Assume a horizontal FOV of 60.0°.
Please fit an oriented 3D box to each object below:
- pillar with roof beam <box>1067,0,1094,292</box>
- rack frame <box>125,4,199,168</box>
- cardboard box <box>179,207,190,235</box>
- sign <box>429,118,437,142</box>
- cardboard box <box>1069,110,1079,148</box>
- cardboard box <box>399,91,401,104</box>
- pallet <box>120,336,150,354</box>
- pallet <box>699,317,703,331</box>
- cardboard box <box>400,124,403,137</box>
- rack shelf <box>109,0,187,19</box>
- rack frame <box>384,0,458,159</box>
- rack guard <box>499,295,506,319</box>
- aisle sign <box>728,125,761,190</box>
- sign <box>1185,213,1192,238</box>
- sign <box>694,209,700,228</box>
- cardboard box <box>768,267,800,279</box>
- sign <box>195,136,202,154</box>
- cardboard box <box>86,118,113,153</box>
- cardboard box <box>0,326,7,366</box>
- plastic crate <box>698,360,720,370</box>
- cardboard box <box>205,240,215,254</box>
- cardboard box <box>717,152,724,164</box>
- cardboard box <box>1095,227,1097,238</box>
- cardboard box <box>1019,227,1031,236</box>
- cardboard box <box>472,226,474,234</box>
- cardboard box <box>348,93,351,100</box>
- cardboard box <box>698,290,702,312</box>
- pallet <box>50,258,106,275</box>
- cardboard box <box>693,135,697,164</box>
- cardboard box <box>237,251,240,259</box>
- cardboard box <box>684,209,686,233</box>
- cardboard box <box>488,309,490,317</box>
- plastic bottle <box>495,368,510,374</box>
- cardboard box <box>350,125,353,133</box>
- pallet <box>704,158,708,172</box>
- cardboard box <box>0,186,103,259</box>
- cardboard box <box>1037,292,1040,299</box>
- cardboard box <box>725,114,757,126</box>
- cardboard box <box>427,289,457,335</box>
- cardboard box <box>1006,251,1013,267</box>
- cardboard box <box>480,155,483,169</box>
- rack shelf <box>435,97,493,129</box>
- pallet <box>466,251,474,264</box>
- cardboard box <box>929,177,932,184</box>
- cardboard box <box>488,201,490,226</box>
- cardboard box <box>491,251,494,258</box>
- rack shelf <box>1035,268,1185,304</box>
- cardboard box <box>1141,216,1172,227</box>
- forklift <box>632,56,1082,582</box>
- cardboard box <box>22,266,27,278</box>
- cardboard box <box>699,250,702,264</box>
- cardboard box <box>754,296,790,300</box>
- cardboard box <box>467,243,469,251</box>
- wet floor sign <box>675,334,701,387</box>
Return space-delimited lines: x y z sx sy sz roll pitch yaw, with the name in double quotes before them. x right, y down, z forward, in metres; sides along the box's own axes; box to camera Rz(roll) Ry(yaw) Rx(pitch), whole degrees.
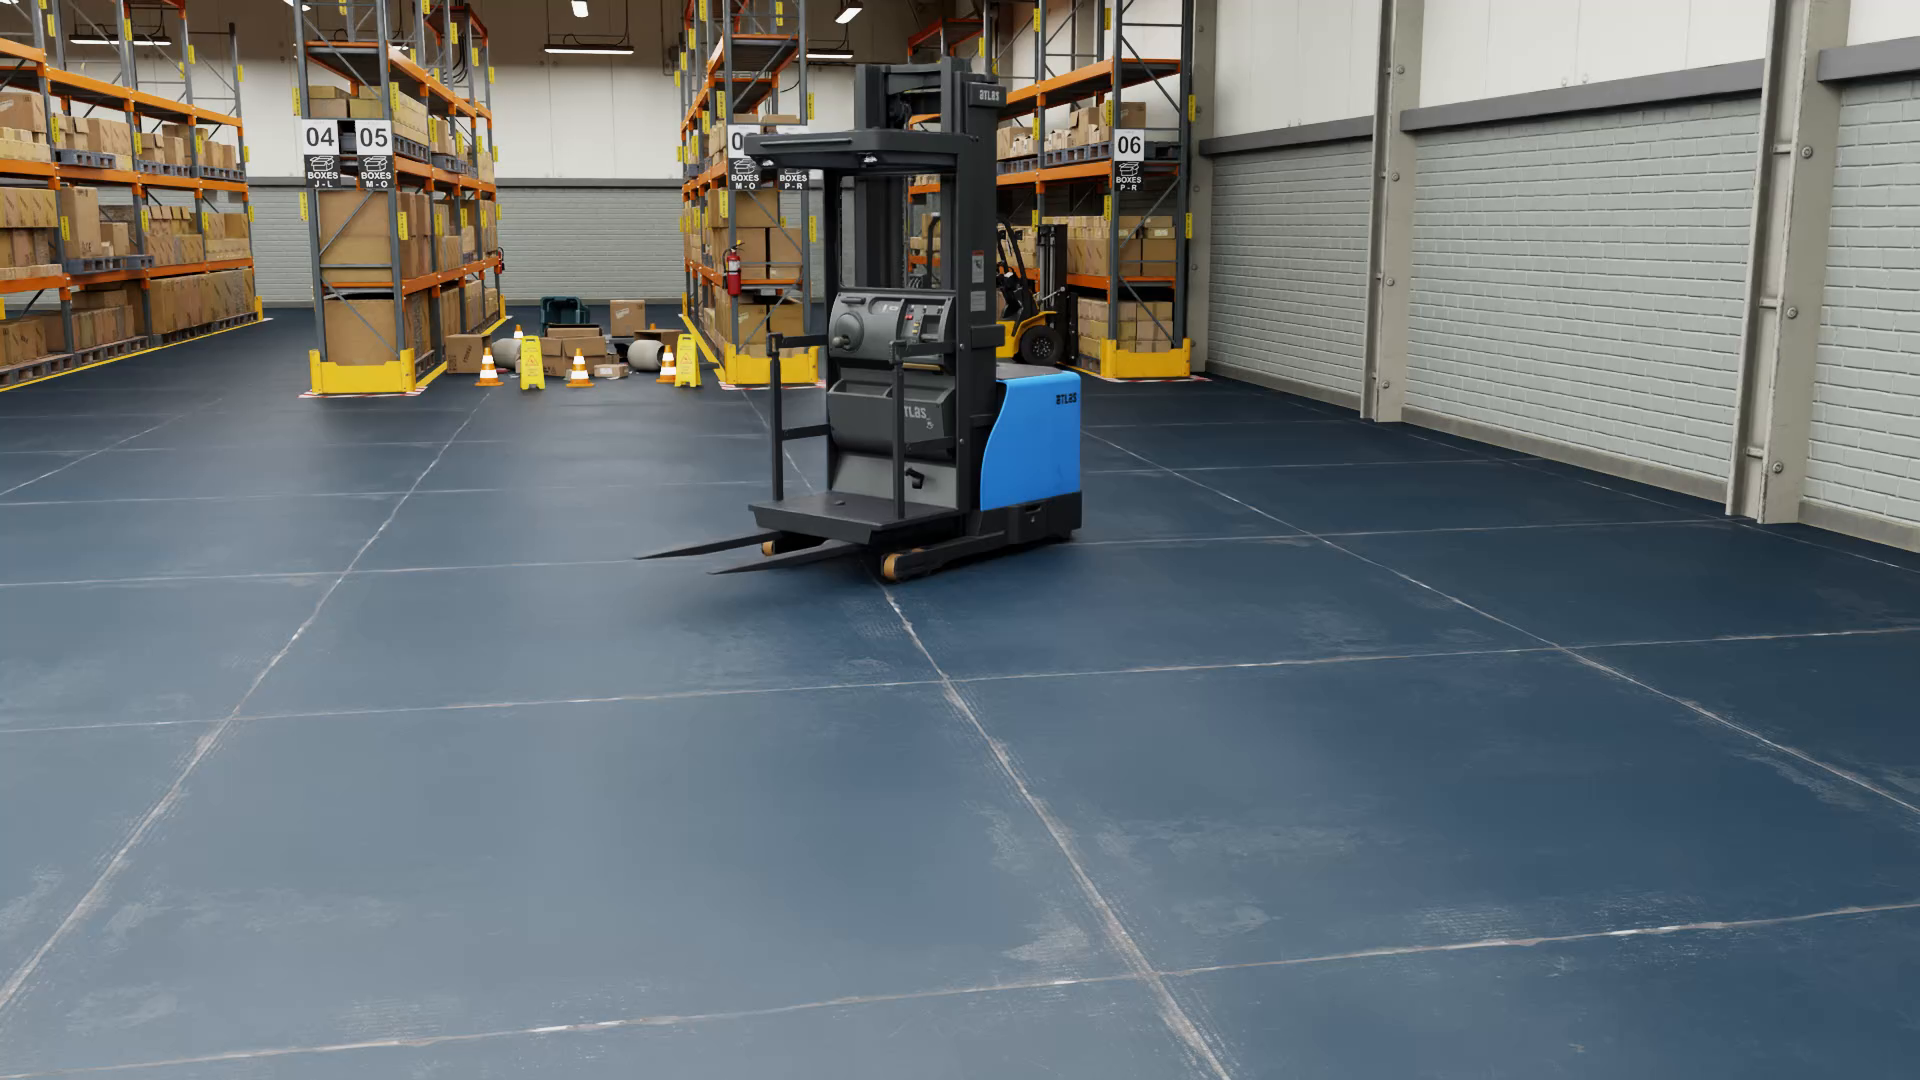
"pillar with roof beam" -2.173 -7.718 27.179 9.100 9.000 0.400 -2 11 -11
"rack frame" -14.454 -8.273 30.094 1.000 3.000 0.127 -2 11 -11
"cardboard box" -14.322 -5.751 29.938 0.797 0.503 0.637 -2 11 -12
"sign" -7.470 -5.807 23.568 0.100 0.325 0.005 -2 11 -11
"cardboard box" 1.966 -5.819 23.556 0.797 0.503 0.637 -2 11 -9
"cardboard box" -7.086 -5.450 20.432 0.380 0.149 0.250 -2 11 -12
"pallet" -13.526 -3.079 26.308 1.003 0.211 1.213 -2 11 -11
"pallet" -4.510 -4.177 32.080 1.003 0.211 1.213 -2 11 -11
"cardboard box" -7.086 -5.059 20.515 0.380 0.149 0.250 -2 11 -11
"rack shelf" -14.066 -9.185 27.923 1.077 0.370 4.000 -2 11 -11
"rack frame" -8.792 -7.701 27.090 1.000 3.000 0.127 -2 11 -11
"rack guard" -10.333 -4.979 35.520 1.175 0.500 0.348 -2 11 -11
"aisle sign" -2.672 -4.740 20.627 0.394 0.787 0.004 -2 11 -11
"sign" 3.014 -4.150 21.949 0.100 0.325 0.005 -2 11 -11
"sign" -4.500 -5.500 28.477 0.100 0.325 0.005 -2 11 -11
"cardboard box" -2.263 -3.432 21.376 0.380 0.149 0.250 -2 11 -11
"sign" -13.924 -7.229 30.410 0.100 0.325 0.005 -2 11 -11
"cardboard box" -13.147 -6.097 25.080 0.500 0.500 0.500 -2 11 -10
"cardboard box" -12.479 -2.442 21.068 0.500 0.500 0.500 -1 11 -6
"plastic crate" -3.677 -2.467 23.443 0.402 0.080 0.583 -6 13 -31
"cardboard box" -14.289 -5.494 31.144 0.500 0.250 0.500 -2 11 -12
"cardboard box" -3.086 -5.171 22.490 0.380 0.149 0.250 -2 11 -12
"cardboard box" 2.057 -4.183 22.650 0.380 0.149 0.250 -2 11 -10
"cardboard box" 1.161 -4.959 26.728 0.380 0.149 0.250 -2 11 -13
"cardboard box" -9.300 -5.796 31.085 0.380 0.149 0.250 -2 11 -8
"cardboard box" -7.830 -5.520 20.800 0.380 0.149 0.250 -2 11 -11
"cardboard box" -4.925 -4.917 34.237 0.875 0.438 0.875 -2 11 -13
"pallet" -12.904 -3.910 23.728 1.003 0.211 1.213 -2 11 -11
"cardboard box" -4.335 -6.856 29.283 0.700 0.500 0.500 -3 11 -14
"cardboard box" -14.640 -5.695 33.269 0.380 0.149 0.250 -2 11 -12
"cardboard box" -5.590 -6.767 35.287 0.500 0.500 0.500 -2 11 -13
"cardboard box" -9.377 -4.421 32.401 0.380 0.149 0.250 -2 11 -9
"plastic bottle" -6.267 -2.298 22.608 0.283 0.061 0.133 -6 13 -31
"cardboard box" -7.831 -5.128 20.873 0.380 0.149 0.250 -2 11 -12
"pallet" -3.398 -5.907 26.191 1.213 0.211 1.003 -2 11 -11
"cardboard box" -12.916 -4.510 23.643 1.000 1.000 1.000 -2 11 -11
"cardboard box" 1.477 -3.647 25.390 0.500 0.250 0.500 -2 11 -12
"cardboard box" -2.755 -5.278 20.923 0.380 0.149 0.250 -2 11 -10
"cardboard box" -8.588 -3.580 26.376 1.050 0.750 0.750 -2 11 -10
"cardboard box" 1.058 -4.688 27.705 0.500 0.250 0.500 -2 11 -9
"cardboard box" -9.520 -7.322 32.183 0.500 0.250 0.500 -2 11 -11
"rack shelf" -9.959 -8.446 32.939 1.077 0.370 4.000 -2 11 -11
"pallet" -9.217 -5.021 29.569 1.003 0.211 1.213 -2 11 -11
"cardboard box" -0.435 -7.509 34.773 0.380 0.149 0.250 -2 11 -10
"cardboard box" -9.700 -6.548 33.339 0.500 0.500 0.500 -3 11 -13
"cardboard box" -9.859 -5.910 34.396 0.380 0.149 0.250 -2 11 -9
"rack shelf" 2.079 -3.680 23.932 1.077 0.370 4.000 -2 11 -11
"cardboard box" 2.613 -4.250 22.204 0.380 0.149 0.250 -2 11 -12
"forklift" -0.551 -1.305 9.715 1.130 2.935 3.031 9 14 39
"cardboard box" -12.374 -3.475 21.605 0.380 0.149 0.250 -2 11 -11
"cardboard box" -4.309 -4.962 29.146 0.500 0.250 0.500 -3 11 -13
"cardboard box" -2.699 -3.251 23.979 0.500 0.500 0.500 -2 11 -10
"cardboard box" -9.042 -5.266 29.890 0.380 0.149 0.250 -2 11 -9
"wet floor sign" -3.412 -2.255 20.818 0.267 0.644 0.232 2 11 9
